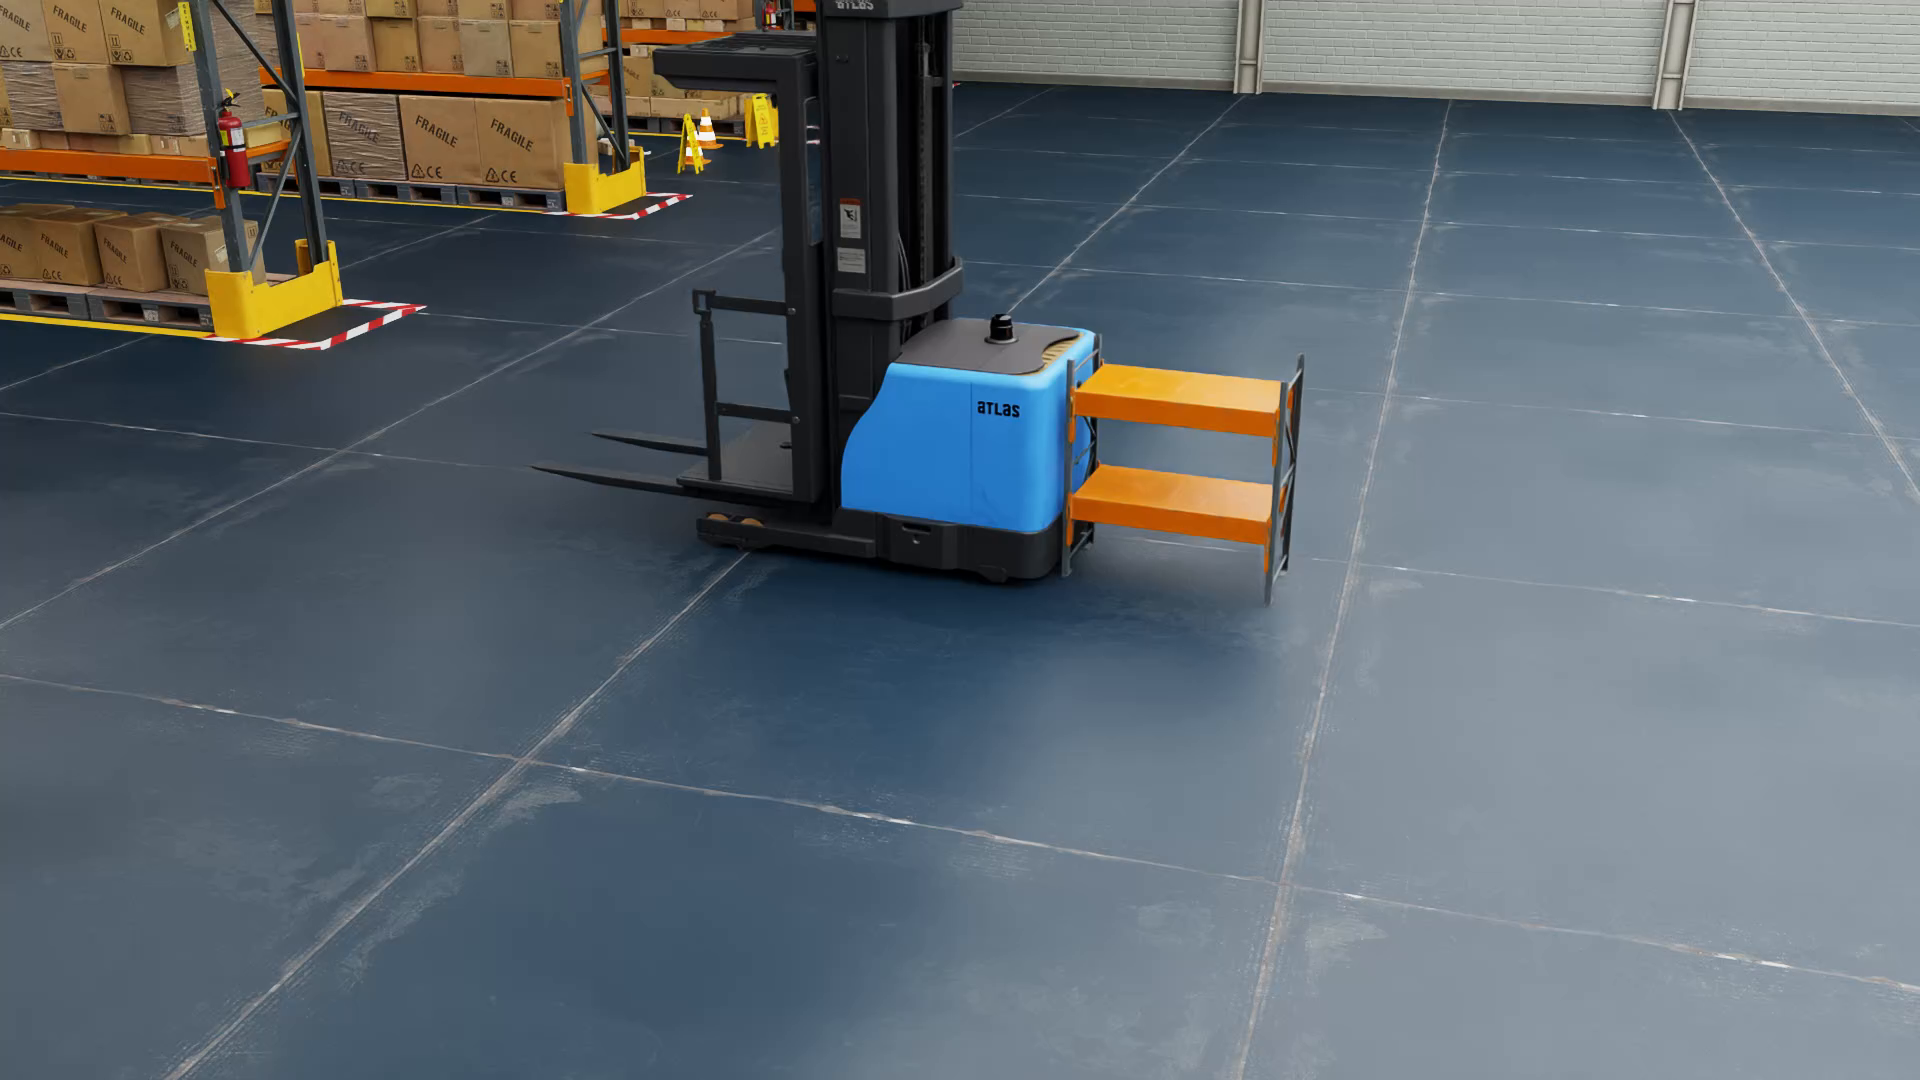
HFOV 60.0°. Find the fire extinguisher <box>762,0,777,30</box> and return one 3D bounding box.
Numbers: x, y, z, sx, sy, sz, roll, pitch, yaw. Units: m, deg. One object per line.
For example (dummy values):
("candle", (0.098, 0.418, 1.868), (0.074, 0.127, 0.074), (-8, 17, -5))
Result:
("fire extinguisher", (-2.380, -6.489, 20.738), (0.183, 0.674, 0.296), (7, 23, 16))

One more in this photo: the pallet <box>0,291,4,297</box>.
("pallet", (-8.396, -2.192, 13.835), (1.213, 0.211, 1.003), (7, 23, 16))

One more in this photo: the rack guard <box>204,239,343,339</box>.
("rack guard", (-5.292, -1.956, 12.879), (0.348, 0.500, 1.175), (7, 23, 16))

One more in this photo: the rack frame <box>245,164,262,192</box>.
("rack frame", (-7.519, -5.333, 17.820), (0.127, 3.000, 1.000), (7, 23, 16))

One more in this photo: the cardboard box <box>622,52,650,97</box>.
("cardboard box", (-4.181, -6.081, 21.723), (0.500, 0.500, 0.500), (6, 23, 14))

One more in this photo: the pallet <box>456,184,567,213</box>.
("pallet", (-4.478, -3.664, 17.425), (1.213, 0.211, 1.003), (7, 23, 15))

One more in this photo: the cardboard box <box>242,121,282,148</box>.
("cardboard box", (-5.423, -3.106, 12.720), (0.250, 0.149, 0.380), (7, 23, 16))

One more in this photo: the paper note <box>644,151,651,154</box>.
("paper note", (-3.837, -4.711, 20.215), (0.142, 0.019, 0.148), (-1, 22, -3))

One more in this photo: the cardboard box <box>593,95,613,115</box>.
("cardboard box", (-4.676, -5.791, 22.005), (0.500, 0.250, 0.500), (6, 23, 15))

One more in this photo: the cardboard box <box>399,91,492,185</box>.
("cardboard box", (-5.201, -4.252, 17.430), (0.875, 0.875, 0.875), (6, 23, 15))

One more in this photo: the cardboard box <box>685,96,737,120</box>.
("cardboard box", (-3.231, -5.620, 21.589), (0.500, 0.250, 0.500), (6, 23, 15))

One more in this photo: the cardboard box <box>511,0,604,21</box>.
("cardboard box", (-4.034, -5.519, 16.651), (0.550, 0.550, 0.875), (7, 23, 16))

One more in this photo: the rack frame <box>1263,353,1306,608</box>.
("rack frame", (1.560, -0.286, 7.985), (0.032, 1.125, 0.500), (8, 24, 19))

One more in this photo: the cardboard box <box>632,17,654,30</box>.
("cardboard box", (-4.021, -6.666, 21.400), (0.250, 0.149, 0.380), (6, 23, 15))

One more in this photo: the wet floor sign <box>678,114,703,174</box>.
("wet floor sign", (-3.090, -4.522, 18.944), (0.232, 0.644, 0.267), (3, 22, 6))

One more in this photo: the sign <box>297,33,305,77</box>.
("sign", (-5.063, -3.702, 12.701), (0.005, 0.325, 0.100), (7, 23, 16))

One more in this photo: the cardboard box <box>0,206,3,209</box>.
("cardboard box", (-8.127, -2.462, 13.560), (0.500, 0.500, 0.500), (15, 27, 32))

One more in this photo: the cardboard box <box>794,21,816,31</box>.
("cardboard box", (-2.434, -7.936, 25.916), (0.500, 0.250, 0.500), (7, 23, 16))

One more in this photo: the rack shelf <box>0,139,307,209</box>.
("rack shelf", (-7.134, -2.990, 13.056), (4.000, 0.370, 1.077), (7, 23, 16))

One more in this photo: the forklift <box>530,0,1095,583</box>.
("forklift", (-0.840, -1.475, 8.505), (3.031, 2.935, 1.130), (8, 24, 19))

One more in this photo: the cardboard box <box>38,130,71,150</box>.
("cardboard box", (-6.753, -3.075, 12.645), (0.250, 0.149, 0.380), (7, 23, 16))

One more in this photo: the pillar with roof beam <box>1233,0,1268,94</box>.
("pillar with roof beam", (3.168, -9.466, 19.989), (0.400, 9.000, 9.100), (7, 23, 16))

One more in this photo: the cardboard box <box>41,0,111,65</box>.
("cardboard box", (-6.298, -3.774, 12.176), (0.500, 0.500, 0.500), (7, 23, 16))

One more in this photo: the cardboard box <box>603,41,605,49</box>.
("cardboard box", (-4.846, -6.430, 21.720), (0.250, 0.149, 0.380), (8, 24, 19))

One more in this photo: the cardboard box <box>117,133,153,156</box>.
("cardboard box", (-6.045, -2.980, 12.414), (0.250, 0.149, 0.380), (7, 23, 16))

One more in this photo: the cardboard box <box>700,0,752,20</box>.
("cardboard box", (-2.956, -6.848, 20.988), (0.500, 0.500, 0.500), (6, 23, 15))

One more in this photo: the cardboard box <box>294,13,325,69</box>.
("cardboard box", (-6.630, -5.315, 17.576), (0.550, 0.550, 0.875), (7, 23, 16))

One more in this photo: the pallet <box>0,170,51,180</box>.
("pallet", (-10.616, -4.368, 19.141), (1.213, 0.211, 1.003), (7, 23, 16))

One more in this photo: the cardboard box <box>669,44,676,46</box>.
("cardboard box", (-3.570, -6.283, 21.361), (0.250, 0.149, 0.380), (7, 23, 17))

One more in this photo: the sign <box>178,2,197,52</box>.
("sign", (-5.399, -3.586, 11.619), (0.005, 0.325, 0.100), (7, 23, 16))

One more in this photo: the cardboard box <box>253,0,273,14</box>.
("cardboard box", (-7.176, -5.850, 17.457), (0.550, 0.550, 0.875), (7, 23, 16))

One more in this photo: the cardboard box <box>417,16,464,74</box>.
("cardboard box", (-5.091, -5.148, 17.170), (0.550, 0.550, 0.875), (7, 23, 16))

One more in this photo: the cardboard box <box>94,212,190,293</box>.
("cardboard box", (-6.395, -2.269, 13.090), (0.500, 0.500, 0.500), (13, 26, 29))

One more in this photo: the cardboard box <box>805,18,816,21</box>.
("cardboard box", (-2.287, -8.127, 26.382), (0.500, 0.250, 0.500), (6, 23, 15))

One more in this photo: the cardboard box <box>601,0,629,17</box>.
("cardboard box", (-4.392, -7.023, 21.415), (0.500, 0.500, 0.500), (7, 23, 16))

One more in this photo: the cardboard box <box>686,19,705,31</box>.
("cardboard box", (-3.290, -6.575, 21.177), (0.250, 0.149, 0.380), (6, 23, 15))

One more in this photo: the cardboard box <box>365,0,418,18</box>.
("cardboard box", (-5.629, -5.667, 17.013), (0.500, 0.550, 0.875), (7, 23, 16))

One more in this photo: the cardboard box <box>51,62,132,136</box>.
("cardboard box", (-6.251, -3.369, 12.508), (0.500, 0.500, 0.875), (7, 23, 16))

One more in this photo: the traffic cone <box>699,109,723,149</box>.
("traffic cone", (-3.141, -5.109, 20.616), (0.334, 0.463, 0.336), (7, 23, 16))

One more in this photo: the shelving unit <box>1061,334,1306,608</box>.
("shelving unit", (1.084, -0.353, 8.150), (1.048, 1.125, 0.538), (8, 24, 19))
